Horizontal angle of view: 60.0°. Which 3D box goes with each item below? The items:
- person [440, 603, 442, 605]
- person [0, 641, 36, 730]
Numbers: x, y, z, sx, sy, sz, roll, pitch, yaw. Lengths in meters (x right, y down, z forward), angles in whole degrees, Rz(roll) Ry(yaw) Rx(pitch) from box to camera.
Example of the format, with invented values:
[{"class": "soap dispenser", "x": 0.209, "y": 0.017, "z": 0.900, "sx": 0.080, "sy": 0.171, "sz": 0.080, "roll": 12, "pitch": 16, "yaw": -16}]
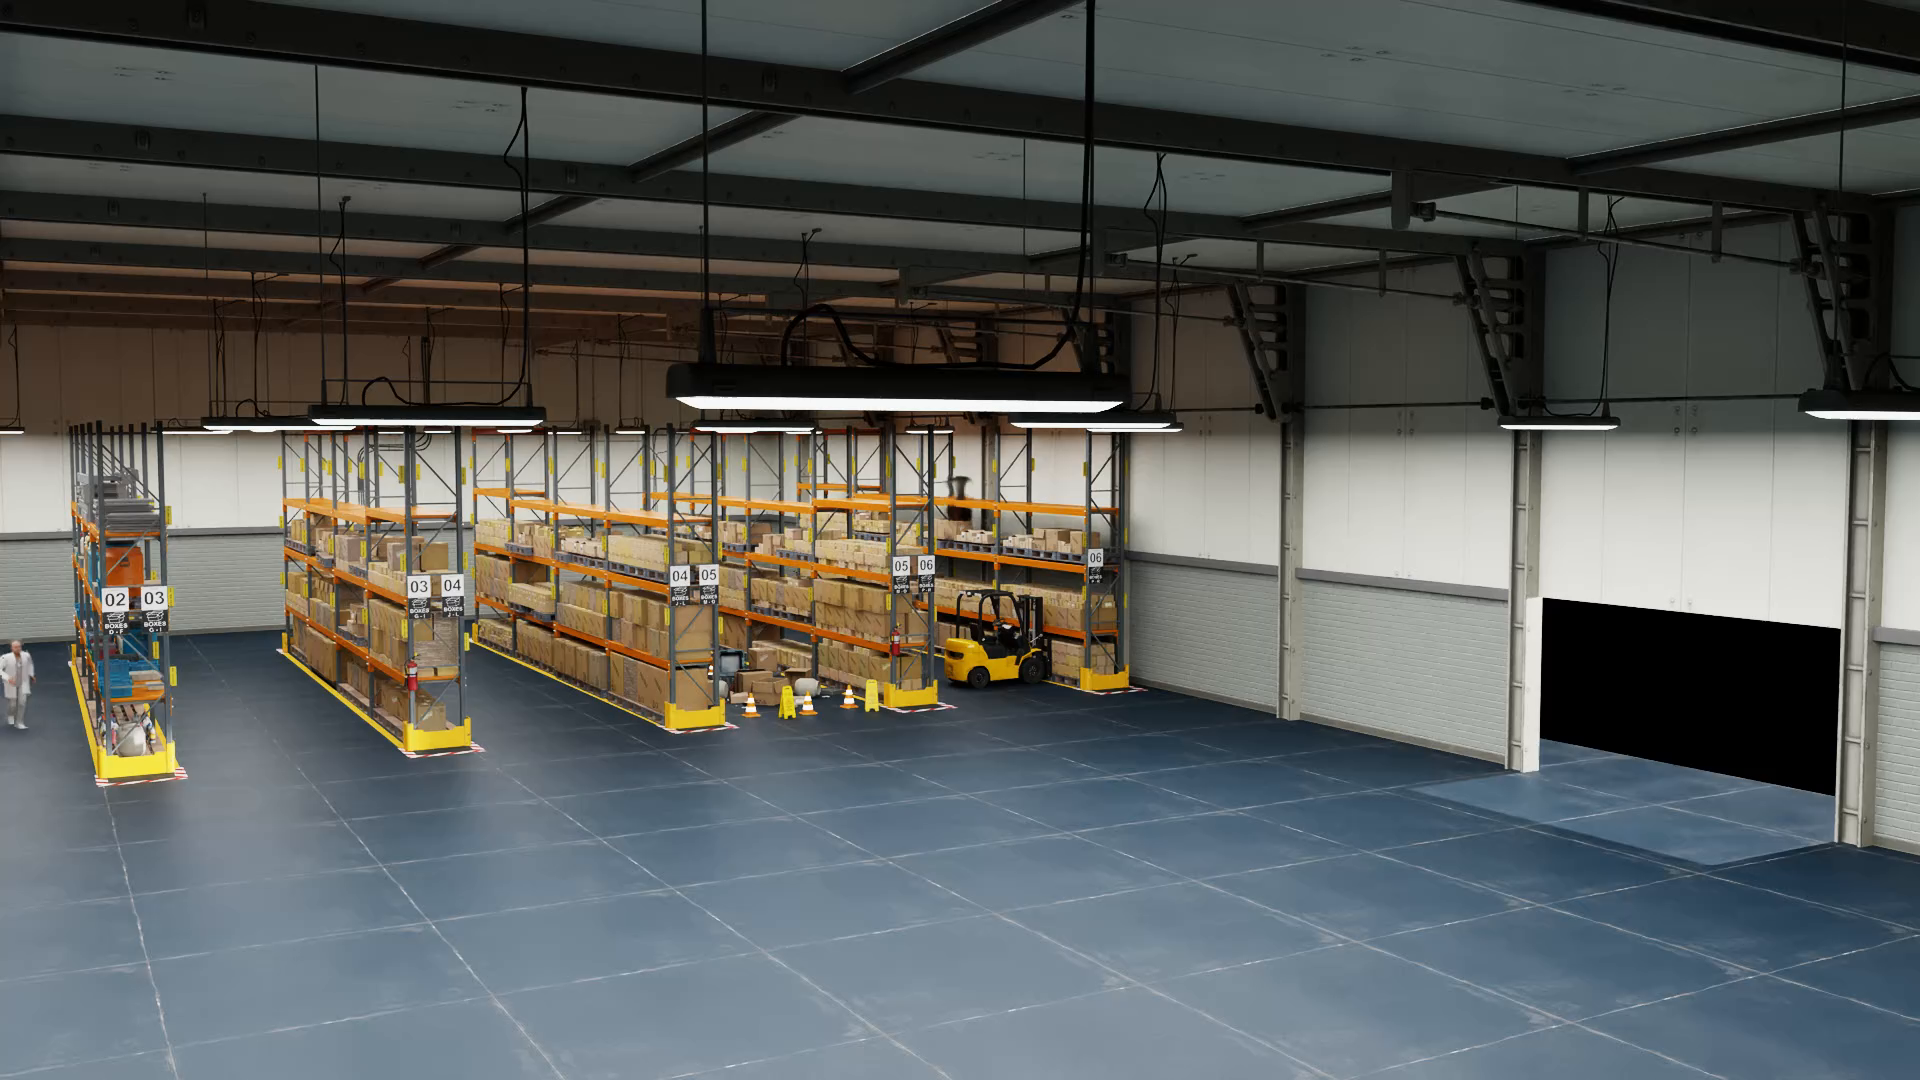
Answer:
[{"class": "person", "x": -12.553, "y": 2.359, "z": 40.091, "sx": 0.864, "sy": 1.753, "sz": 0.653, "roll": 3, "pitch": 4, "yaw": 36}, {"class": "person", "x": -18.605, "y": 2.839, "z": 32.728, "sx": 0.707, "sy": 1.734, "sz": 0.866, "roll": -3, "pitch": 5, "yaw": -42}]
